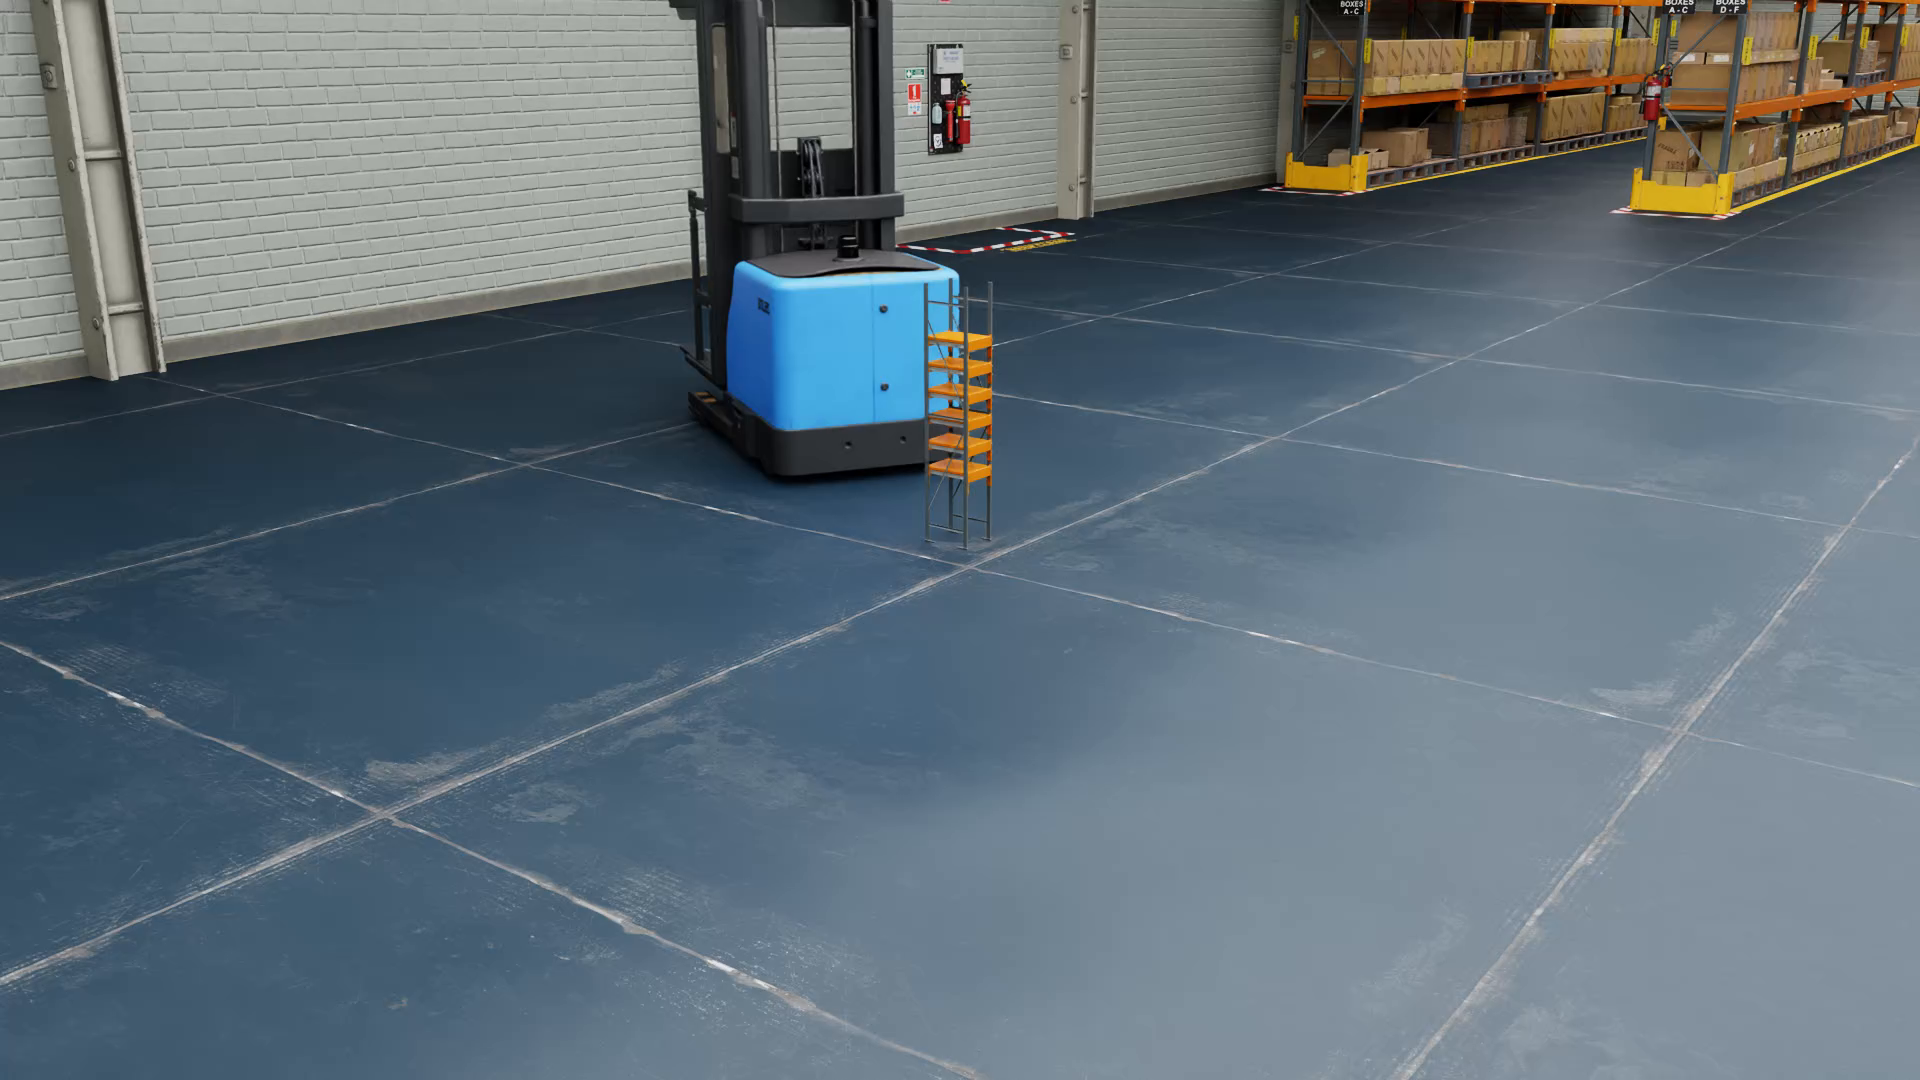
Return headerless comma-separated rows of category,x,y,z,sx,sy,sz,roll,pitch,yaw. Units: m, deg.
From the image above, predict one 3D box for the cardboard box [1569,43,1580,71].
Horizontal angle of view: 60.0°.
cardboard box,11.155,-8.964,30.847,0.500,0.500,0.500,12,21,34

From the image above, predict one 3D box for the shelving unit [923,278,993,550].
shelving unit,-0.009,-0.570,7.555,0.258,1.200,0.189,12,21,35

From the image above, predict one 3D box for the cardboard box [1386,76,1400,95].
cardboard box,6.121,-6.672,24.390,0.500,0.250,0.500,12,21,33

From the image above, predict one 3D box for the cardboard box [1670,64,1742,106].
cardboard box,9.546,-5.830,21.290,0.700,0.500,0.500,12,21,35

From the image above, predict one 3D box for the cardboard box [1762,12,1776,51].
cardboard box,10.485,-6.828,22.316,0.700,0.500,0.500,12,21,35

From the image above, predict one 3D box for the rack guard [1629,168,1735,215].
rack guard,9.244,-4.474,21.307,1.175,0.500,0.348,12,21,35

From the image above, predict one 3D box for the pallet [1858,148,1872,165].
pallet,15.227,-6.707,28.987,1.003,0.211,1.213,12,21,35

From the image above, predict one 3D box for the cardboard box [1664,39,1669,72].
cardboard box,14.515,-10.378,35.601,0.980,0.700,0.700,14,22,37

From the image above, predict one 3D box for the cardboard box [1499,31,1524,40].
cardboard box,9.683,-8.854,29.193,0.380,0.149,0.250,9,19,26

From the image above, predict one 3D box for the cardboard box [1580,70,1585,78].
cardboard box,11.661,-8.870,31.638,0.380,0.149,0.250,12,21,33

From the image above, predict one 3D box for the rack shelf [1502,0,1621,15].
rack shelf,11.236,-10.018,31.102,1.077,0.370,4.000,12,21,35

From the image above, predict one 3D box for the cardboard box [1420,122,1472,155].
cardboard box,8.086,-6.695,27.718,0.700,0.500,0.500,13,22,37

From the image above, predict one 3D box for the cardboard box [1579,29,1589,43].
cardboard box,11.435,-9.444,31.128,0.500,0.250,0.500,12,21,34

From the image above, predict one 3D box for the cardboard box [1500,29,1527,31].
cardboard box,10.106,-9.164,30.228,0.500,0.250,0.500,13,22,36

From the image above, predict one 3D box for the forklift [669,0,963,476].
forklift,-1.009,-2.126,9.646,1.130,2.935,3.031,-7,19,-21

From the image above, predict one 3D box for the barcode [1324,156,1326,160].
barcode,5.451,-5.702,24.823,0.001,0.075,0.075,12,21,35

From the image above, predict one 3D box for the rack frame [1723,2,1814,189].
rack frame,11.641,-6.626,24.022,1.000,3.000,0.127,12,21,35

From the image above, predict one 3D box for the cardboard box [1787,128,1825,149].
cardboard box,13.003,-6.202,25.640,0.500,0.311,0.500,13,22,36

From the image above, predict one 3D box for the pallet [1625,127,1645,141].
pallet,13.670,-8.533,34.866,1.003,0.211,1.213,12,21,35

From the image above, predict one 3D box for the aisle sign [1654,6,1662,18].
aisle sign,15.095,-11.564,35.541,0.394,0.787,0.004,12,21,35

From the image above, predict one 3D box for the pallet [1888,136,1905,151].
pallet,17.544,-7.655,32.038,1.003,0.211,1.213,12,21,35

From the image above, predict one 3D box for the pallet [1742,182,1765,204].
pallet,10.407,-4.820,22.910,1.003,0.211,1.213,12,21,35

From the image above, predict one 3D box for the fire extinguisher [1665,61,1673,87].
fire extinguisher,15.271,-10.098,35.962,0.296,0.674,0.183,12,21,35

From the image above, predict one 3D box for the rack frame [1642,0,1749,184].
rack frame,9.258,-5.673,20.954,1.000,3.000,0.127,12,21,35

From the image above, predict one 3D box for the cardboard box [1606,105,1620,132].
cardboard box,12.955,-8.572,33.798,0.700,0.500,0.500,13,21,35

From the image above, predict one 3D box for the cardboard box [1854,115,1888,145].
cardboard box,16.344,-7.379,29.922,0.500,0.500,0.500,12,21,34

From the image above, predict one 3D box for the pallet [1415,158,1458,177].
pallet,7.289,-6.002,26.716,1.003,0.211,1.213,12,21,35

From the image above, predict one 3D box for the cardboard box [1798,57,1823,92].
cardboard box,13.038,-7.224,25.779,0.500,0.500,0.500,11,20,32

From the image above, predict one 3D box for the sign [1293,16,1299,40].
sign,4.844,-7.354,23.883,0.100,0.325,0.005,12,21,35

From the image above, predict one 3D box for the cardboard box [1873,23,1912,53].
cardboard box,16.915,-9.119,30.196,0.500,0.500,0.500,13,22,36

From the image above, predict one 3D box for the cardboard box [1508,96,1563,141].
cardboard box,10.588,-7.779,30.652,0.750,0.750,0.750,12,21,34

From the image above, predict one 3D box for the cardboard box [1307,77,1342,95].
cardboard box,5.400,-6.631,24.258,0.500,0.250,0.500,13,21,35

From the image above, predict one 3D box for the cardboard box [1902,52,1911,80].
cardboard box,17.233,-8.775,30.774,0.500,0.500,0.500,13,21,36

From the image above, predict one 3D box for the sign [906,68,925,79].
sign,-0.481,-5.012,17.873,0.001,0.109,0.331,12,21,35

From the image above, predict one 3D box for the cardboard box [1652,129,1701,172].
cardboard box,9.338,-5.099,21.769,0.500,0.500,0.500,12,21,35

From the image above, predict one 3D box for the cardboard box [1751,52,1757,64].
cardboard box,10.122,-6.268,21.609,0.380,0.149,0.250,12,21,34

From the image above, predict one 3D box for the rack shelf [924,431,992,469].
rack shelf,-0.009,-0.413,7.603,0.258,0.103,0.180,12,21,35

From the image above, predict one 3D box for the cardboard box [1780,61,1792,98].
cardboard box,11.382,-6.567,23.663,0.700,0.500,0.500,12,21,33

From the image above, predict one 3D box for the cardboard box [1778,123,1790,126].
cardboard box,13.170,-6.534,26.710,0.500,0.311,0.500,12,21,33

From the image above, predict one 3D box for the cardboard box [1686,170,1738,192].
cardboard box,9.756,-4.649,21.585,0.500,0.250,0.500,12,21,35

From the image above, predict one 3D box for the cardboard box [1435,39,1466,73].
cardboard box,7.627,-7.629,26.208,0.500,0.500,0.500,12,21,35

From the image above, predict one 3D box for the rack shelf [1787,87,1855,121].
rack shelf,12.833,-6.759,25.663,1.077,0.370,4.000,12,21,35

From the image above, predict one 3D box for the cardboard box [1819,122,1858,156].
cardboard box,14.525,-6.653,27.582,0.500,0.500,0.500,14,22,37

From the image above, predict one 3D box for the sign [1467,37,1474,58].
sign,8.101,-7.820,26.407,0.100,0.325,0.005,12,21,35

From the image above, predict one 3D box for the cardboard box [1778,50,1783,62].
cardboard box,11.044,-6.639,22.801,0.380,0.149,0.250,12,21,34

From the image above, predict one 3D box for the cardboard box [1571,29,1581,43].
cardboard box,11.136,-9.321,30.733,0.500,0.250,0.500,13,21,35

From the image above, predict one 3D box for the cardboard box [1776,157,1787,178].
cardboard box,11.540,-5.364,23.888,0.500,0.250,0.500,12,21,35

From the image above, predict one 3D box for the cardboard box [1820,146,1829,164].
cardboard box,13.301,-6.055,26.112,0.500,0.250,0.500,13,21,36

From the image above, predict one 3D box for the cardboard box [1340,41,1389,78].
cardboard box,5.803,-6.904,23.873,0.500,0.500,0.500,12,21,35

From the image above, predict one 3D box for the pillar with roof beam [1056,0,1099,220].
pillar with roof beam,4.882,-7.542,16.858,9.100,9.000,0.400,12,21,35

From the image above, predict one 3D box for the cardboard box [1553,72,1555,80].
cardboard box,10.583,-8.439,30.249,0.380,0.149,0.250,13,21,35

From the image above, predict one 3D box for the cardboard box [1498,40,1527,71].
cardboard box,9.461,-8.459,29.016,0.700,0.500,0.500,10,20,30

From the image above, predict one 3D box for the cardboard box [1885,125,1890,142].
cardboard box,16.832,-7.519,30.690,0.500,0.311,0.500,12,21,35
